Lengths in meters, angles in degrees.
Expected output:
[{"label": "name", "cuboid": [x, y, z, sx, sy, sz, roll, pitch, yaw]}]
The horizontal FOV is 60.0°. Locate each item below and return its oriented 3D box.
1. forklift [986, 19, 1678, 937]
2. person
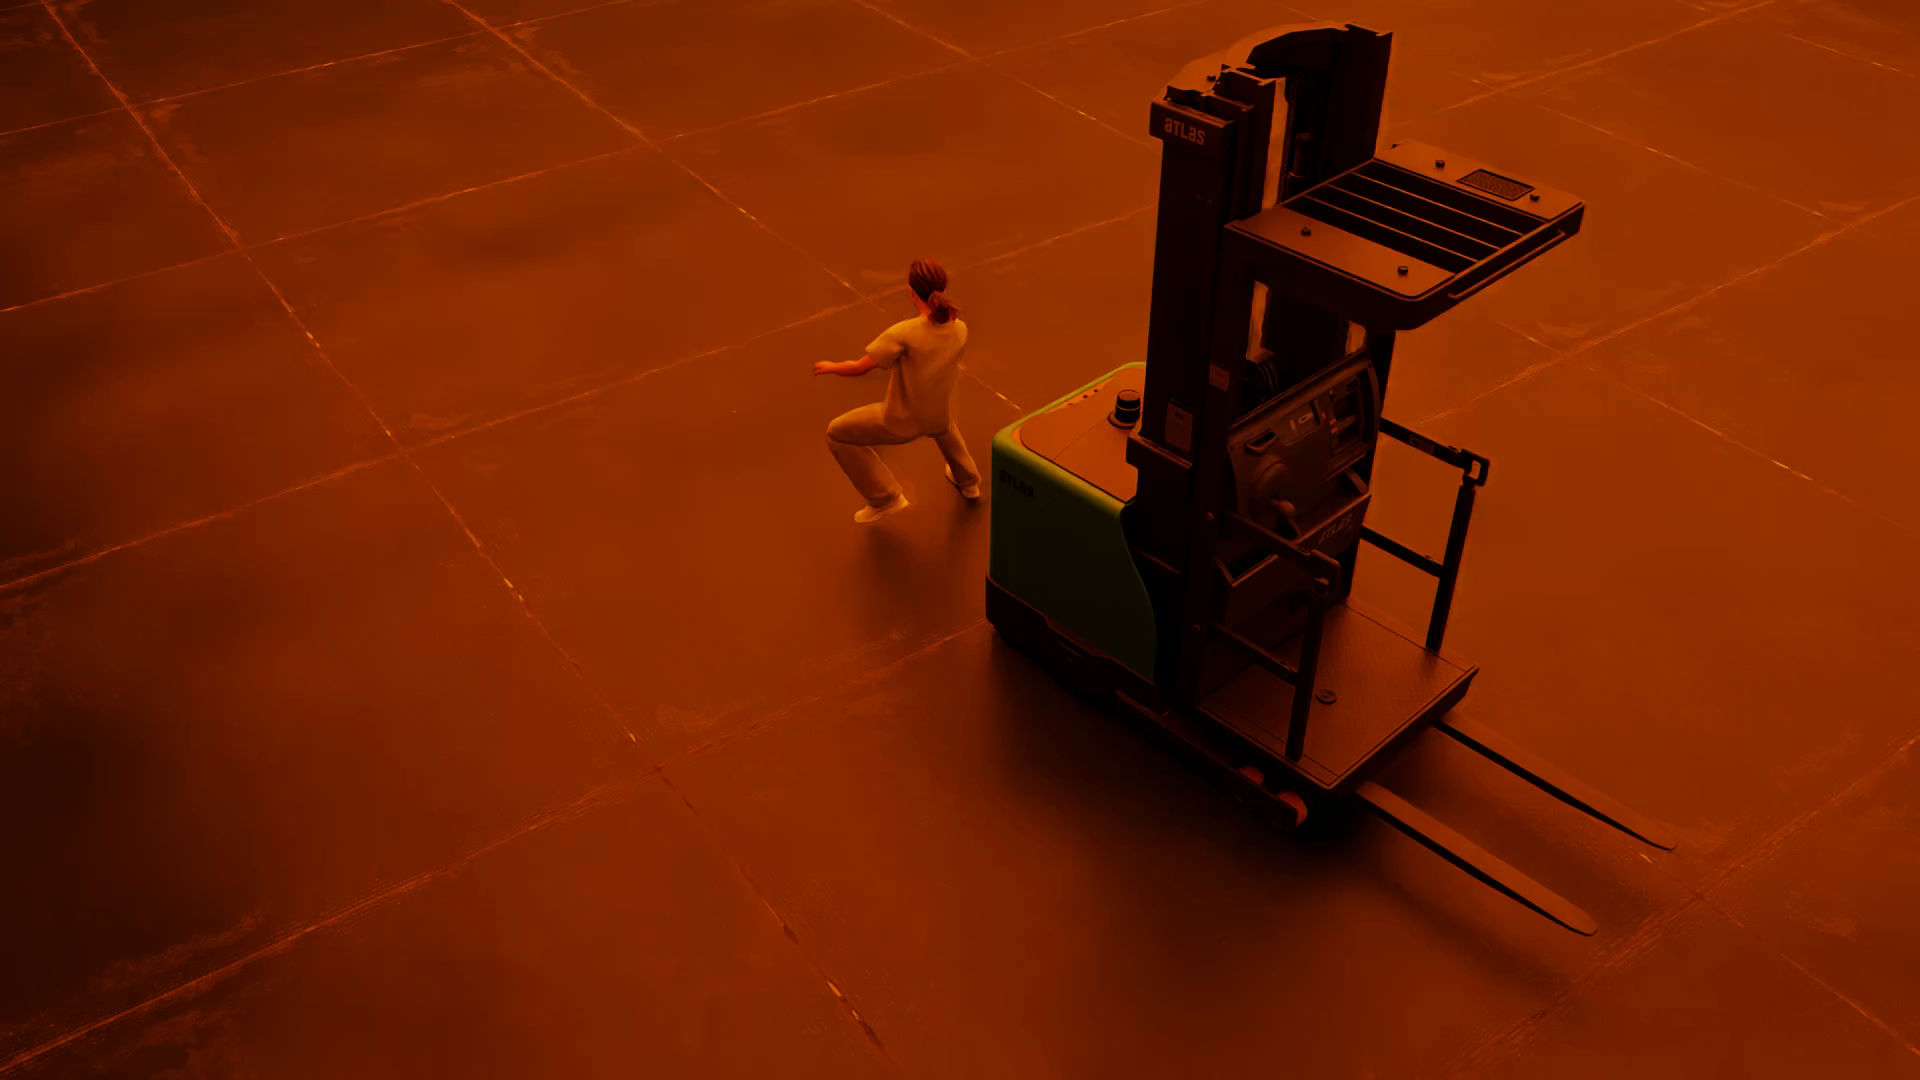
[{"label": "forklift", "cuboid": [1.502, -0.339, 6.403, 1.130, 2.935, 3.031, -30, 46, -34]}, {"label": "person", "cuboid": [-0.274, -0.747, 8.169, 0.855, 1.484, 0.707, -19, 41, -24]}]
